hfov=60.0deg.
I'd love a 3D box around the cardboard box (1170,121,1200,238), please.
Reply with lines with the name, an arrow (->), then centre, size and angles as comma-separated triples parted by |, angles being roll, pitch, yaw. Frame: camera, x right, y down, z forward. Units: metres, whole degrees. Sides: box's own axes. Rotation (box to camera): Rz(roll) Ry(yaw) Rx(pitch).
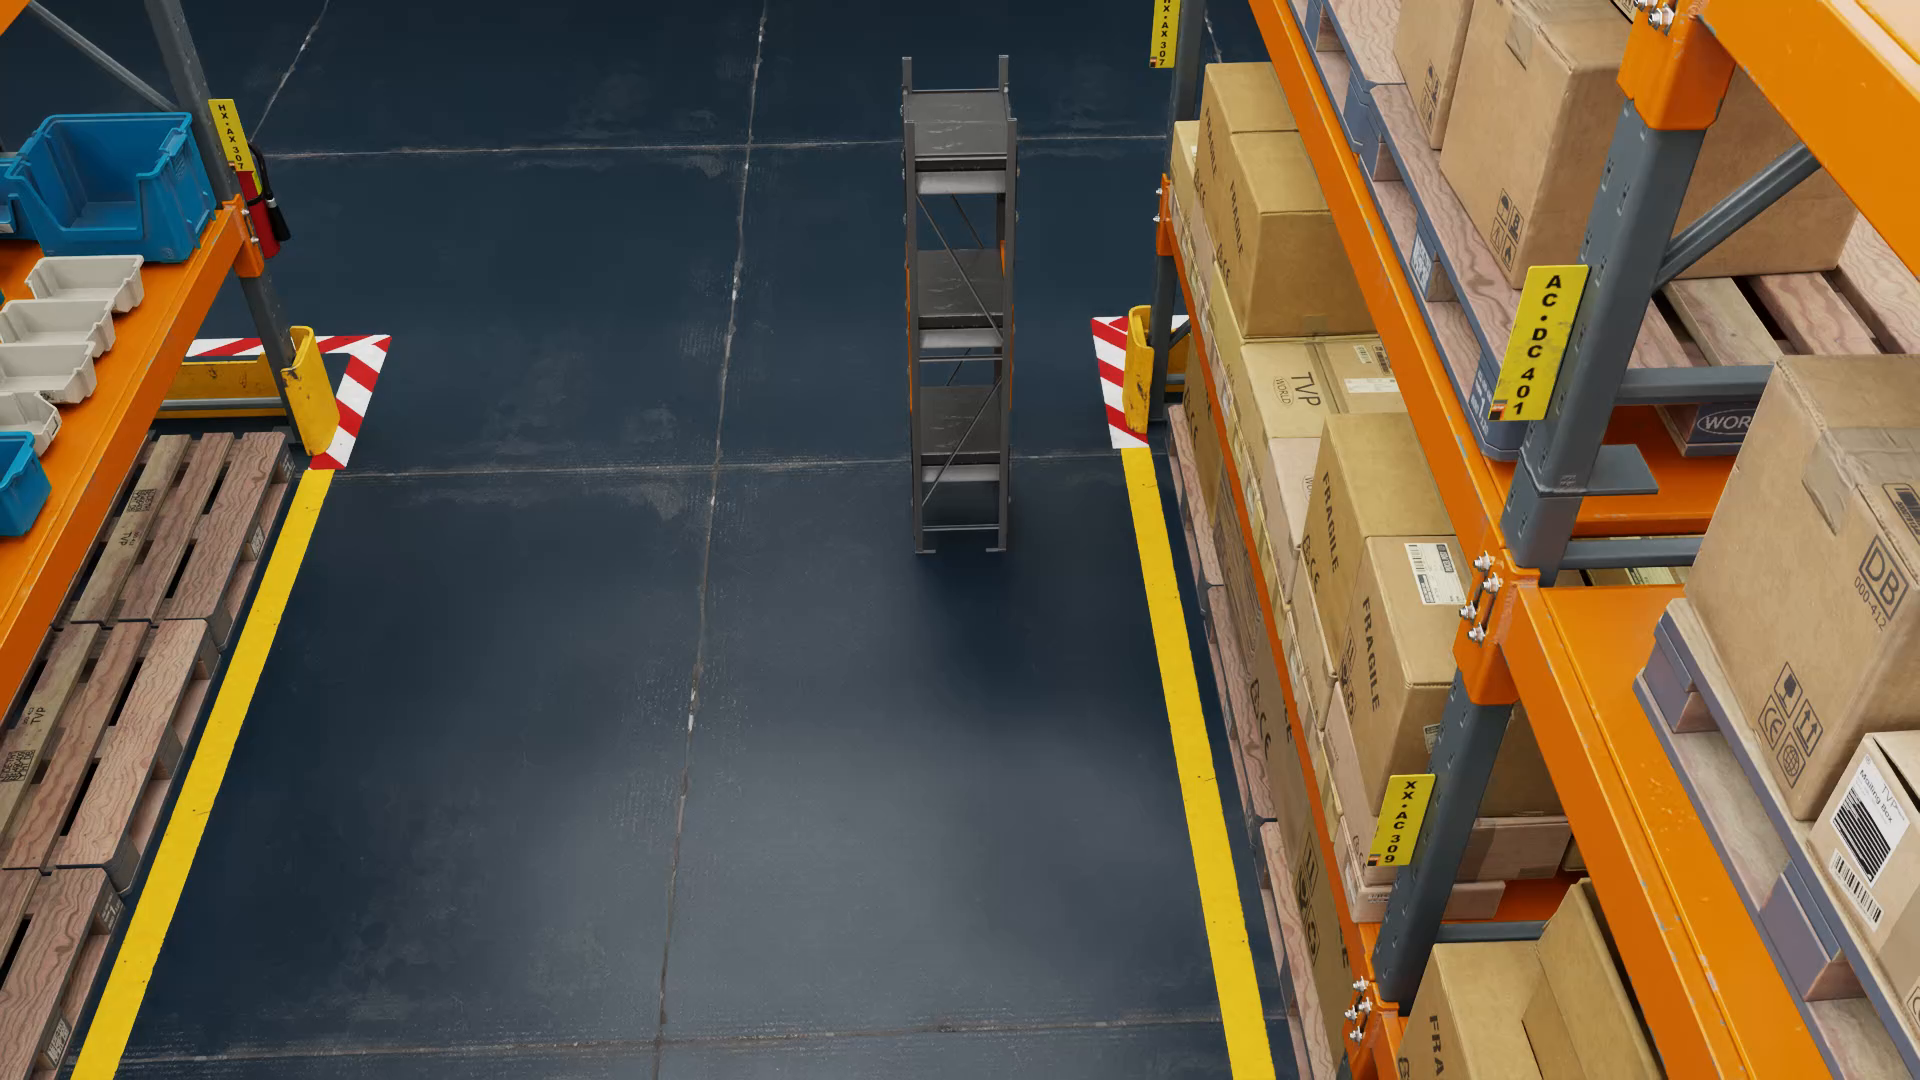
cardboard box -> 1.136, -1.451, 6.654 | 0.500, 0.250, 0.500 | -3, 43, -3

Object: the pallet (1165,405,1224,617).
pallet -> 1.497, -0.163, 7.422 | 1.003, 0.211, 1.213 | -2, 43, -2

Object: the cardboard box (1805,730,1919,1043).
cardboard box -> 1.512, 0.487, 2.184 | 0.500, 0.311, 0.500 | -3, 43, -3

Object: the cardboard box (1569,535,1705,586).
cardboard box -> 1.790, 0.310, 4.177 | 0.500, 0.500, 0.500 | -2, 43, -2

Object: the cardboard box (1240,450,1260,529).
cardboard box -> 1.150, -0.172, 5.553 | 0.380, 0.149, 0.250 | -1, 43, -1

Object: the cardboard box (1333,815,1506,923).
cardboard box -> 1.215, 0.868, 4.419 | 0.380, 0.149, 0.250 | -1, 43, -2

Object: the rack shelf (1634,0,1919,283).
rack shelf -> 1.640, 0.523, 0.998 | 1.077, 0.370, 4.000 | -2, 43, -2

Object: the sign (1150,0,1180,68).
sign -> 0.831, -2.065, 6.734 | 0.100, 0.325, 0.005 | -2, 43, -2

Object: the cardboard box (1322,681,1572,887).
cardboard box -> 1.274, 0.627, 4.387 | 0.500, 0.250, 0.500 | -2, 43, -3

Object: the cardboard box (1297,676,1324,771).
cardboard box -> 1.193, 0.521, 4.798 | 0.380, 0.149, 0.250 | -2, 43, -3

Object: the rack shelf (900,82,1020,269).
rack shelf -> -0.007, -1.392, 6.348 | 0.431, 0.518, 0.480 | -2, 43, -2

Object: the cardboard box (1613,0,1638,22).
cardboard box -> 1.522, -1.274, 3.336 | 0.500, 0.250, 0.500 | -4, 43, -5

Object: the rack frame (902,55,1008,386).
rack frame -> -0.017, -1.051, 6.992 | 0.400, 2.100, 0.015 | -2, 43, -2

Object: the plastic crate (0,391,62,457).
plastic crate -> -3.282, -0.384, 5.749 | 0.298, 0.136, 0.250 | -2, 43, -2

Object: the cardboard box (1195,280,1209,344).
cardboard box -> 1.106, -0.865, 6.310 | 0.380, 0.149, 0.250 | -2, 43, -2

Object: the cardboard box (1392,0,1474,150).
cardboard box -> 1.444, -1.253, 3.868 | 0.700, 0.500, 0.500 | 0, 43, 0

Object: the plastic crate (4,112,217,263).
plastic crate -> -3.362, -1.401, 6.638 | 0.616, 0.435, 0.499 | -2, 43, -2

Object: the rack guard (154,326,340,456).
rack guard -> -3.577, -0.681, 7.773 | 1.175, 0.500, 0.348 | -2, 43, -2

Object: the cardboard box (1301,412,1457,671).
cardboard box -> 1.251, 0.000, 4.516 | 0.500, 0.500, 0.500 | -1, 43, -1

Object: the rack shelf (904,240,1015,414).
rack shelf -> -0.007, -0.876, 6.821 | 0.431, 0.518, 0.480 | -2, 43, -2

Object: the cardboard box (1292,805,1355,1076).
cardboard box -> 1.607, 1.152, 5.185 | 0.875, 0.875, 0.875 | -2, 43, -2

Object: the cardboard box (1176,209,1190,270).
cardboard box -> 1.083, -1.214, 6.690 | 0.380, 0.149, 0.250 | -2, 43, -2

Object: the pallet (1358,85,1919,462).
pallet -> 1.531, -0.654, 3.739 | 1.003, 0.211, 1.213 | -2, 43, -2

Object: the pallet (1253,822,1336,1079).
pallet -> 1.601, 1.484, 5.625 | 1.003, 0.211, 1.213 | -2, 43, -2

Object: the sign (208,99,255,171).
sign -> -3.014, -1.674, 6.885 | 0.100, 0.325, 0.005 | -2, 43, -2

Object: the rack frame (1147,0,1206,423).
rack frame -> 1.385, -1.729, 7.066 | 1.000, 3.000, 0.127 | -2, 43, -2

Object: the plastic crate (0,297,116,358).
plastic crate -> -3.350, -0.770, 6.171 | 0.396, 0.136, 0.243 | -2, 43, -2

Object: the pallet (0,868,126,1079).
pallet -> -3.463, 1.646, 5.447 | 1.003, 0.211, 1.213 | -2, 43, -2

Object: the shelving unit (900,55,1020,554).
shelving unit -> -0.007, -0.886, 6.812 | 0.431, 2.100, 0.503 | -2, 43, -2

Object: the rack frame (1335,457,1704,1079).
rack frame -> 1.555, 0.971, 4.120 | 1.000, 3.000, 0.127 | -2, 43, -2

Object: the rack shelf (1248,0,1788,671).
rack shelf -> 1.470, -1.219, 4.822 | 1.077, 0.370, 4.000 | -2, 43, -2

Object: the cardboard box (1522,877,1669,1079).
cardboard box -> 1.591, 0.996, 3.277 | 0.797, 0.503, 0.637 | -3, 43, -3

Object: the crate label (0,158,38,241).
crate label -> -3.882, -1.371, 6.755 | 0.416, 0.233, 0.303 | -2, 43, -2

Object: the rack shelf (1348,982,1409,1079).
rack shelf -> 1.640, 2.587, 2.890 | 1.077, 0.370, 4.000 | -2, 43, -2

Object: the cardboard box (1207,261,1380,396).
cardboard box -> 1.182, -0.761, 5.901 | 0.500, 0.250, 0.500 | -3, 43, -3

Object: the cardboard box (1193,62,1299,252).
cardboard box -> 1.157, -1.390, 6.033 | 0.500, 0.500, 0.500 | -3, 43, -3

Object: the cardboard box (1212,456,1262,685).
cardboard box -> 1.531, -0.056, 6.503 | 0.875, 0.875, 0.875 | -2, 43, -2

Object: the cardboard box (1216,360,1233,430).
cardboard box -> 1.128, -0.519, 5.932 | 0.380, 0.149, 0.250 | -2, 43, -2

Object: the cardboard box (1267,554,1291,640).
cardboard box -> 1.171, 0.173, 5.177 | 0.380, 0.149, 0.250 | -1, 43, -1

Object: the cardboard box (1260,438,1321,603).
cardboard box -> 1.228, -0.067, 5.144 | 0.500, 0.250, 0.500 | -1, 43, -1

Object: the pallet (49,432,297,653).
pallet -> -3.567, -0.001, 7.245 | 1.003, 0.211, 1.213 | -2, 43, -2
